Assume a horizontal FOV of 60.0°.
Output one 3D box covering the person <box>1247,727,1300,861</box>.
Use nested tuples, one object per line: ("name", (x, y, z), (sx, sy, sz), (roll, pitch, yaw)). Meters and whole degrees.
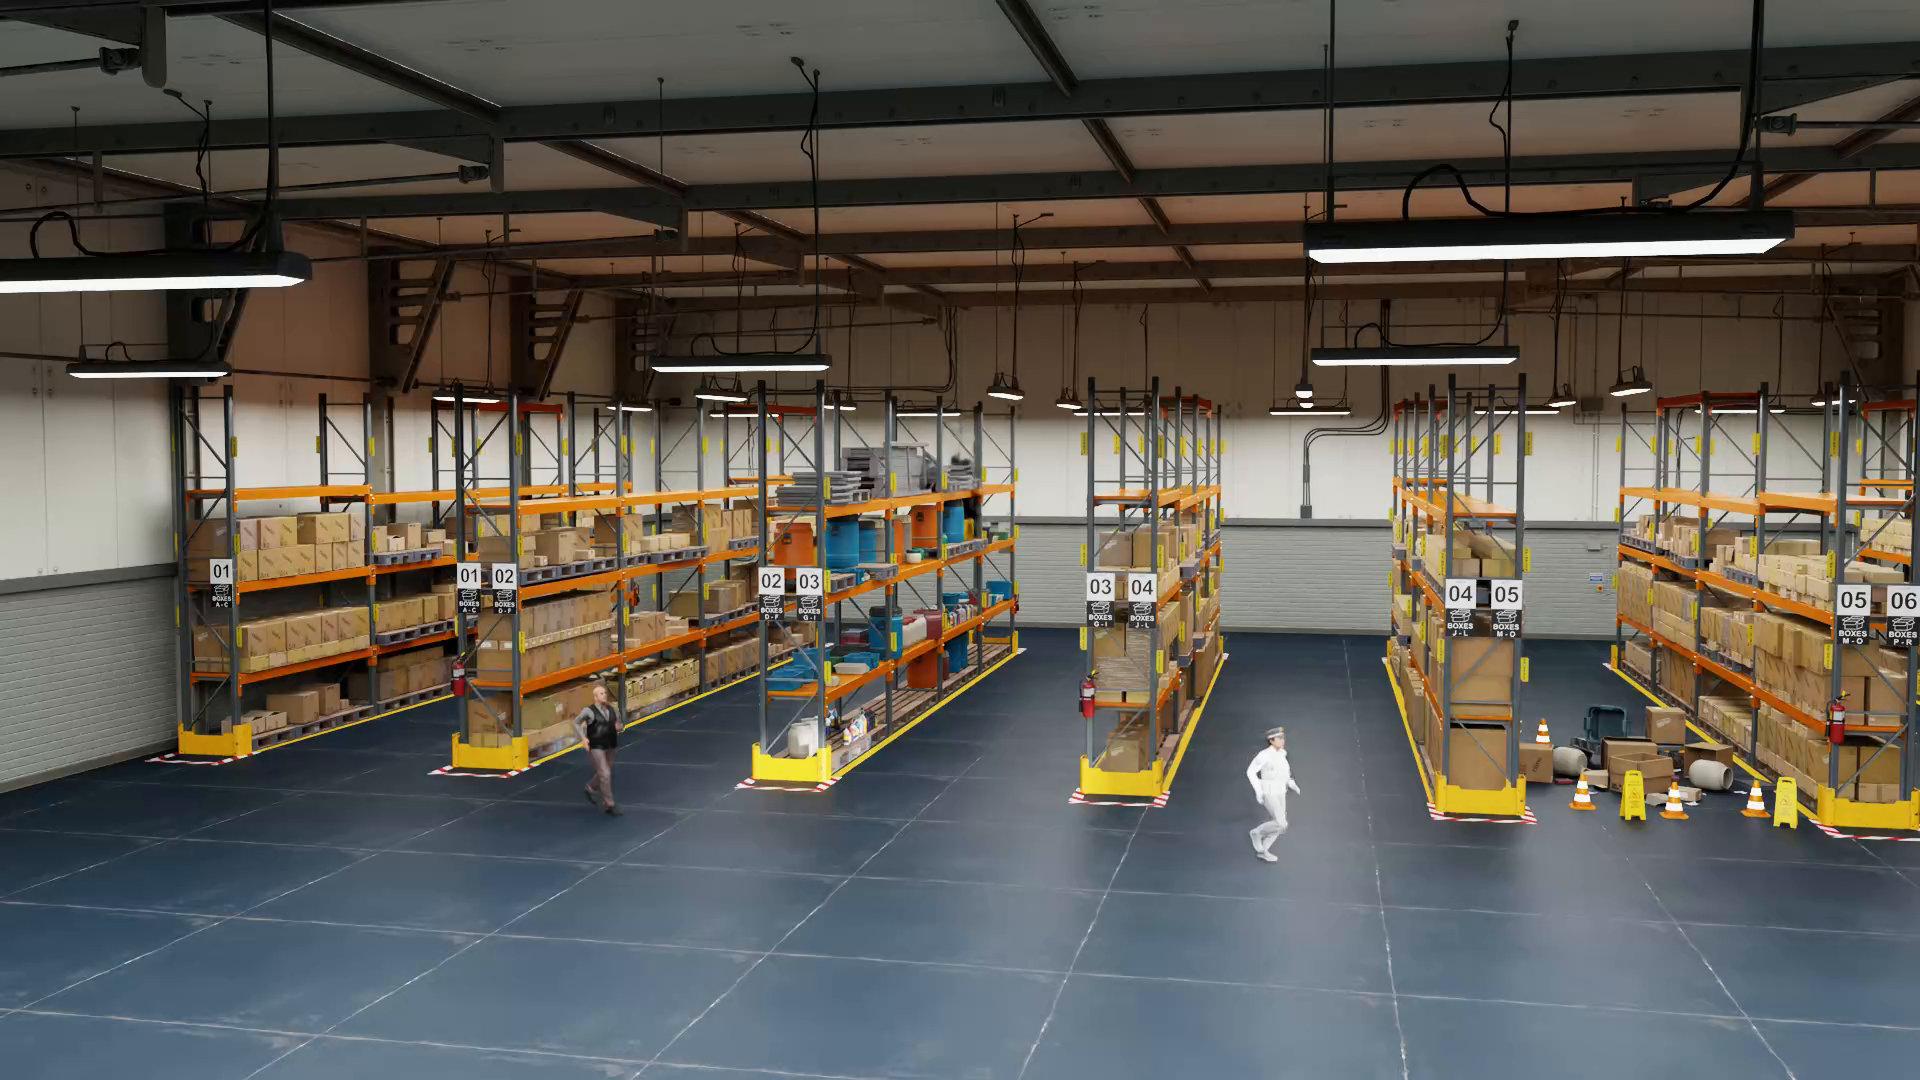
("person", (3.802, 3.063, 20.039), (0.603, 1.639, 0.575), (-3, 4, -41))

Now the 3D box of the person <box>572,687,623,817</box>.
("person", (-4.884, 2.849, 22.659), (0.969, 1.707, 0.657), (3, 4, 39))
